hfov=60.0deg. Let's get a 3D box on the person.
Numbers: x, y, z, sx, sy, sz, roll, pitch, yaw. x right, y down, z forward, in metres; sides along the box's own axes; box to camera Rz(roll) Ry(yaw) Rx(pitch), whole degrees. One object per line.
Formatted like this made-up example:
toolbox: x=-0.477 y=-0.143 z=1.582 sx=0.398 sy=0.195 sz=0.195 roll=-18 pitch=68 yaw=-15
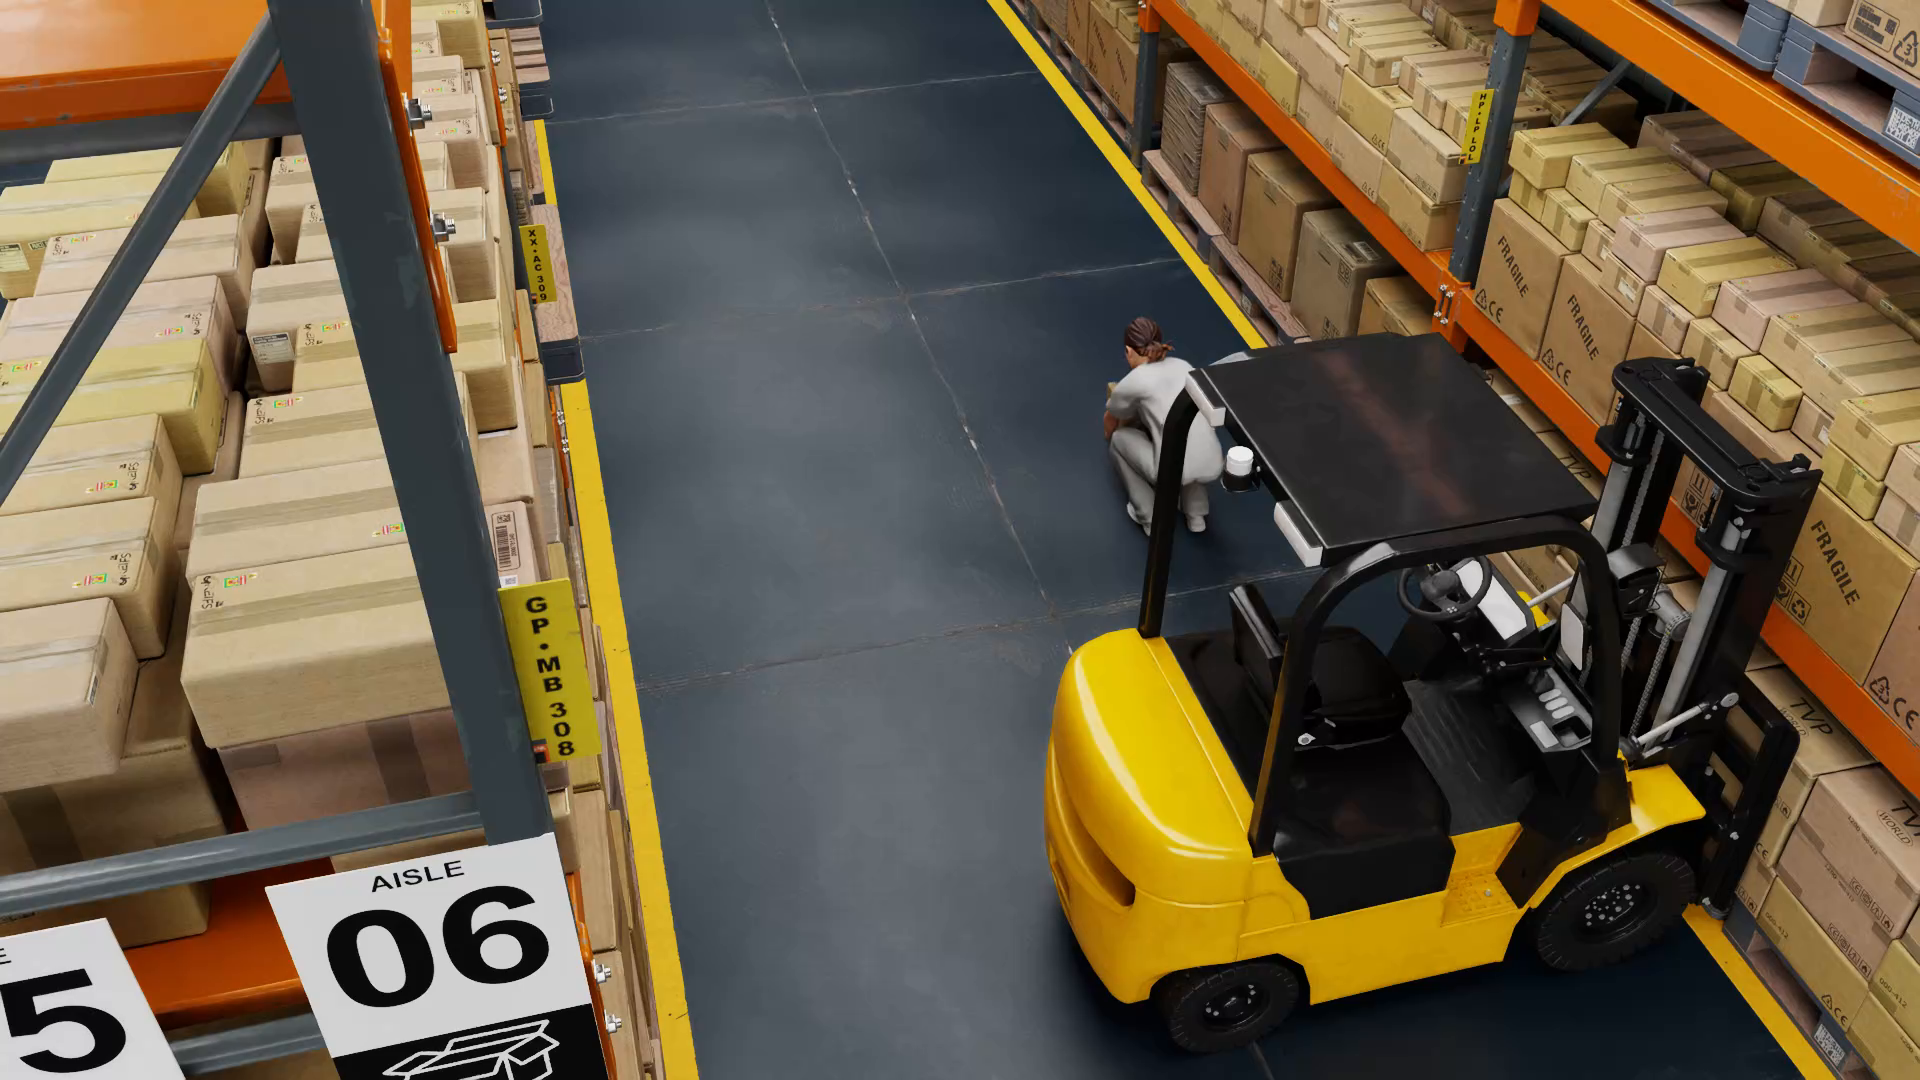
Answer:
person: x=0.972 y=-0.541 z=8.001 sx=0.490 sy=0.935 sz=0.805 roll=-9 pitch=39 yaw=-12
